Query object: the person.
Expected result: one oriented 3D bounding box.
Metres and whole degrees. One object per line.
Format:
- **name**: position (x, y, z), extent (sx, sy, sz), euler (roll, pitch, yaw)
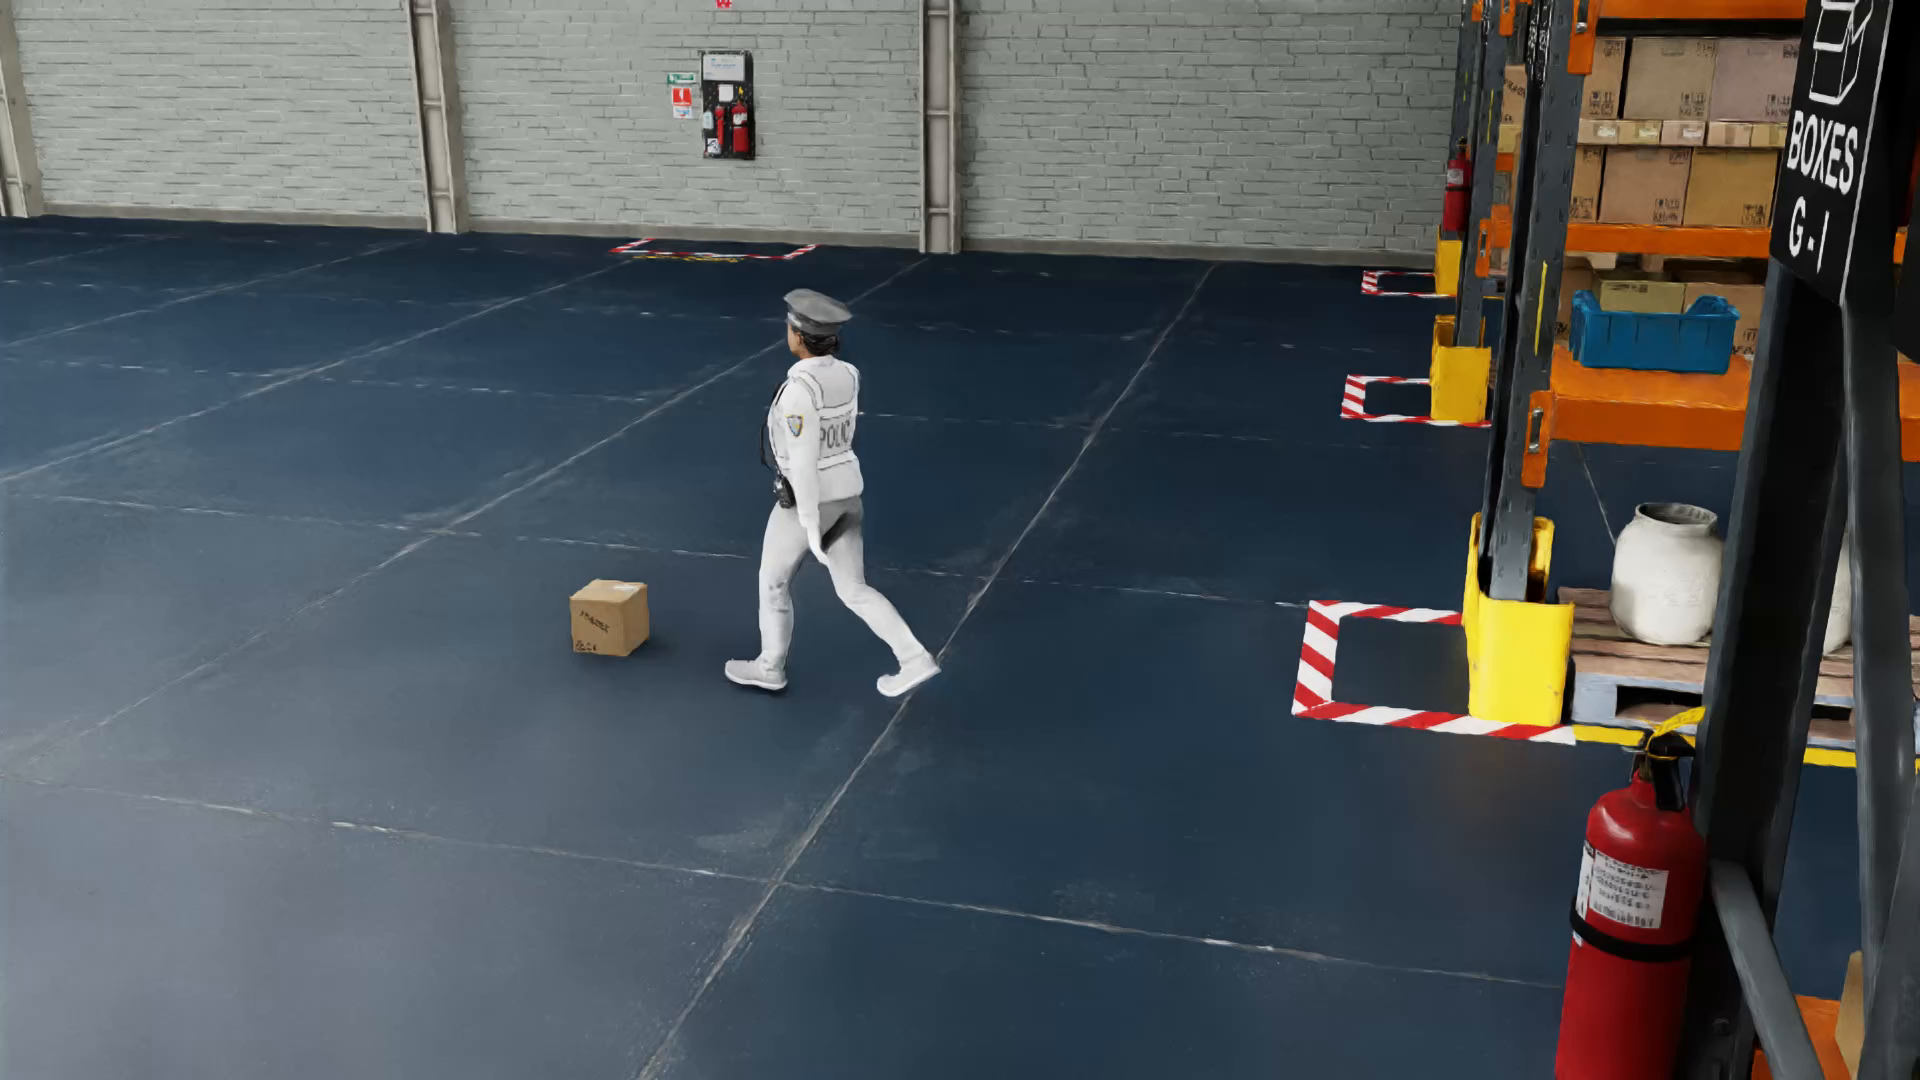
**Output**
- **person**: position (-0.527, -0.153, 6.479), extent (0.958, 1.638, 0.513), euler (12, 22, 31)
